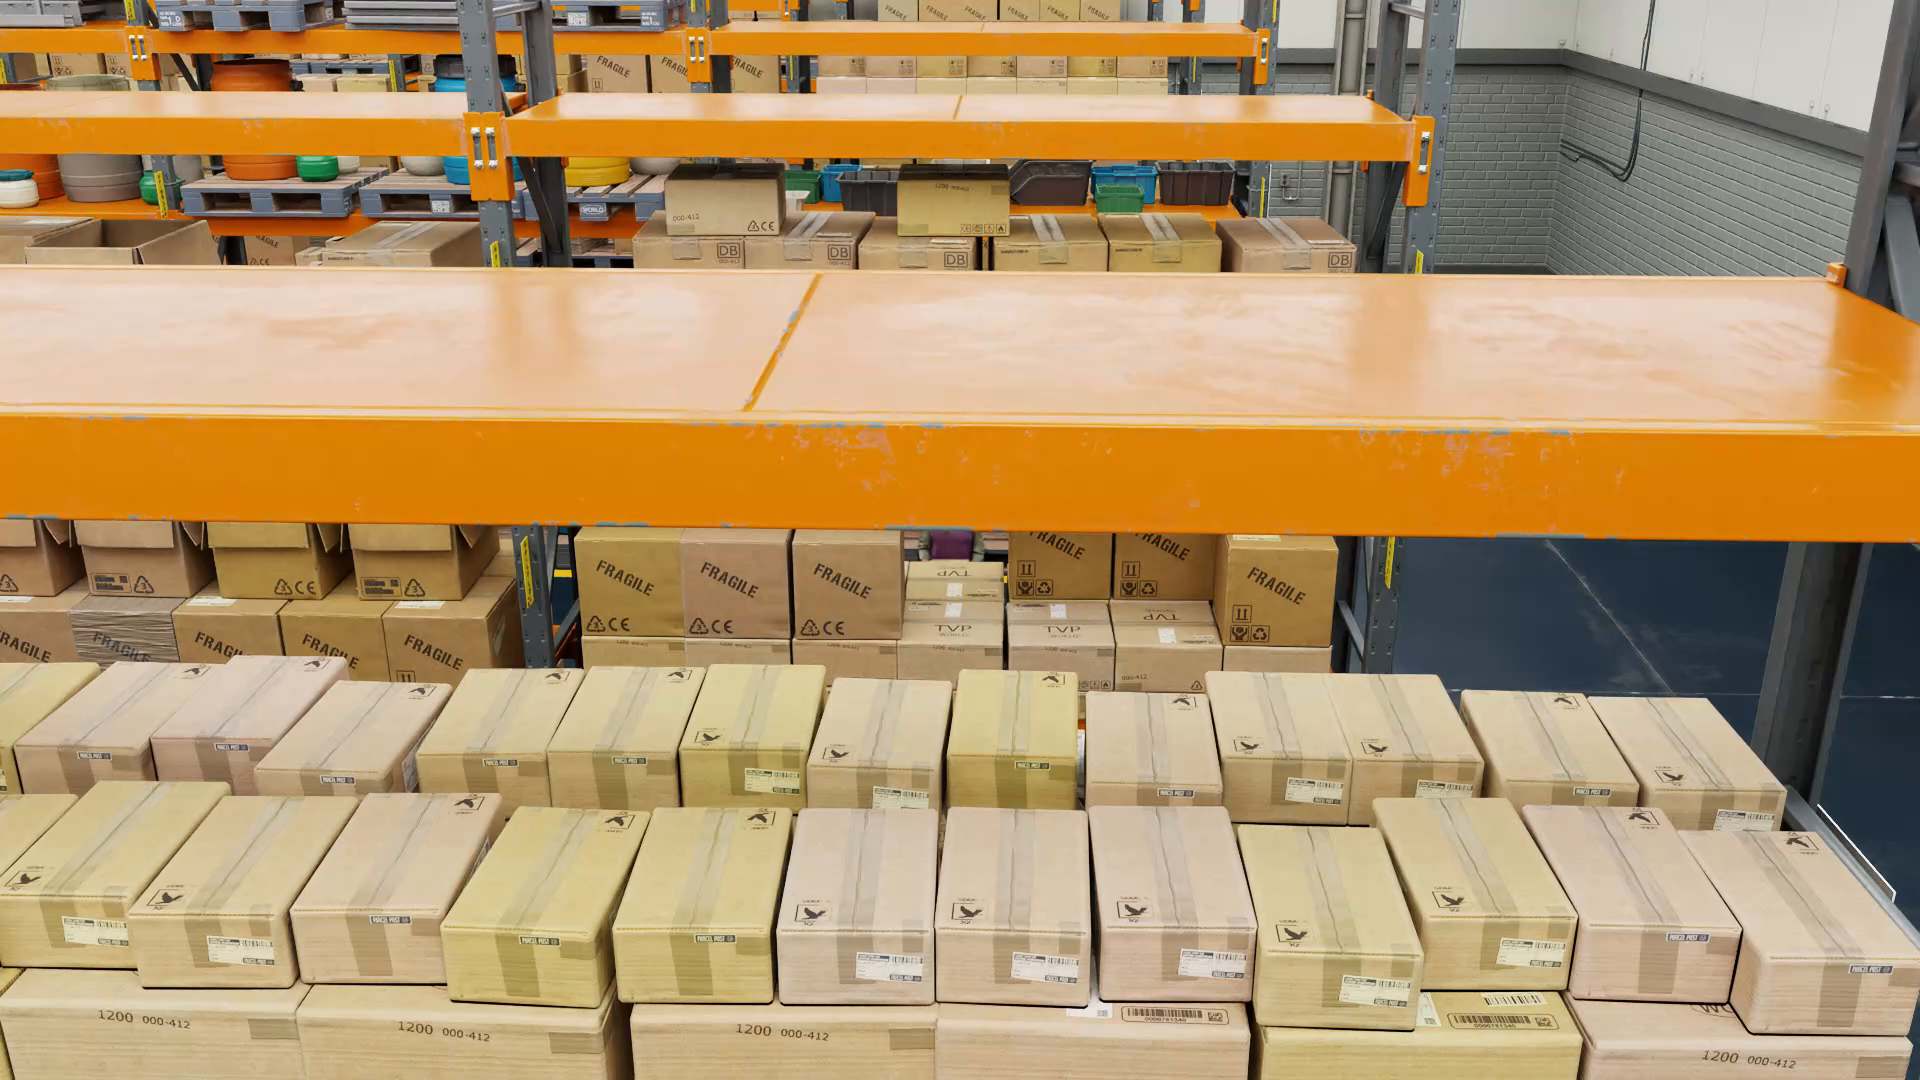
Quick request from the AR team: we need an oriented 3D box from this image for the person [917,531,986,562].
[{"bbox_3d":[-0.057,0.291,10.828,0.443,1.603,0.436,0,21,1],"label":"person"}]
